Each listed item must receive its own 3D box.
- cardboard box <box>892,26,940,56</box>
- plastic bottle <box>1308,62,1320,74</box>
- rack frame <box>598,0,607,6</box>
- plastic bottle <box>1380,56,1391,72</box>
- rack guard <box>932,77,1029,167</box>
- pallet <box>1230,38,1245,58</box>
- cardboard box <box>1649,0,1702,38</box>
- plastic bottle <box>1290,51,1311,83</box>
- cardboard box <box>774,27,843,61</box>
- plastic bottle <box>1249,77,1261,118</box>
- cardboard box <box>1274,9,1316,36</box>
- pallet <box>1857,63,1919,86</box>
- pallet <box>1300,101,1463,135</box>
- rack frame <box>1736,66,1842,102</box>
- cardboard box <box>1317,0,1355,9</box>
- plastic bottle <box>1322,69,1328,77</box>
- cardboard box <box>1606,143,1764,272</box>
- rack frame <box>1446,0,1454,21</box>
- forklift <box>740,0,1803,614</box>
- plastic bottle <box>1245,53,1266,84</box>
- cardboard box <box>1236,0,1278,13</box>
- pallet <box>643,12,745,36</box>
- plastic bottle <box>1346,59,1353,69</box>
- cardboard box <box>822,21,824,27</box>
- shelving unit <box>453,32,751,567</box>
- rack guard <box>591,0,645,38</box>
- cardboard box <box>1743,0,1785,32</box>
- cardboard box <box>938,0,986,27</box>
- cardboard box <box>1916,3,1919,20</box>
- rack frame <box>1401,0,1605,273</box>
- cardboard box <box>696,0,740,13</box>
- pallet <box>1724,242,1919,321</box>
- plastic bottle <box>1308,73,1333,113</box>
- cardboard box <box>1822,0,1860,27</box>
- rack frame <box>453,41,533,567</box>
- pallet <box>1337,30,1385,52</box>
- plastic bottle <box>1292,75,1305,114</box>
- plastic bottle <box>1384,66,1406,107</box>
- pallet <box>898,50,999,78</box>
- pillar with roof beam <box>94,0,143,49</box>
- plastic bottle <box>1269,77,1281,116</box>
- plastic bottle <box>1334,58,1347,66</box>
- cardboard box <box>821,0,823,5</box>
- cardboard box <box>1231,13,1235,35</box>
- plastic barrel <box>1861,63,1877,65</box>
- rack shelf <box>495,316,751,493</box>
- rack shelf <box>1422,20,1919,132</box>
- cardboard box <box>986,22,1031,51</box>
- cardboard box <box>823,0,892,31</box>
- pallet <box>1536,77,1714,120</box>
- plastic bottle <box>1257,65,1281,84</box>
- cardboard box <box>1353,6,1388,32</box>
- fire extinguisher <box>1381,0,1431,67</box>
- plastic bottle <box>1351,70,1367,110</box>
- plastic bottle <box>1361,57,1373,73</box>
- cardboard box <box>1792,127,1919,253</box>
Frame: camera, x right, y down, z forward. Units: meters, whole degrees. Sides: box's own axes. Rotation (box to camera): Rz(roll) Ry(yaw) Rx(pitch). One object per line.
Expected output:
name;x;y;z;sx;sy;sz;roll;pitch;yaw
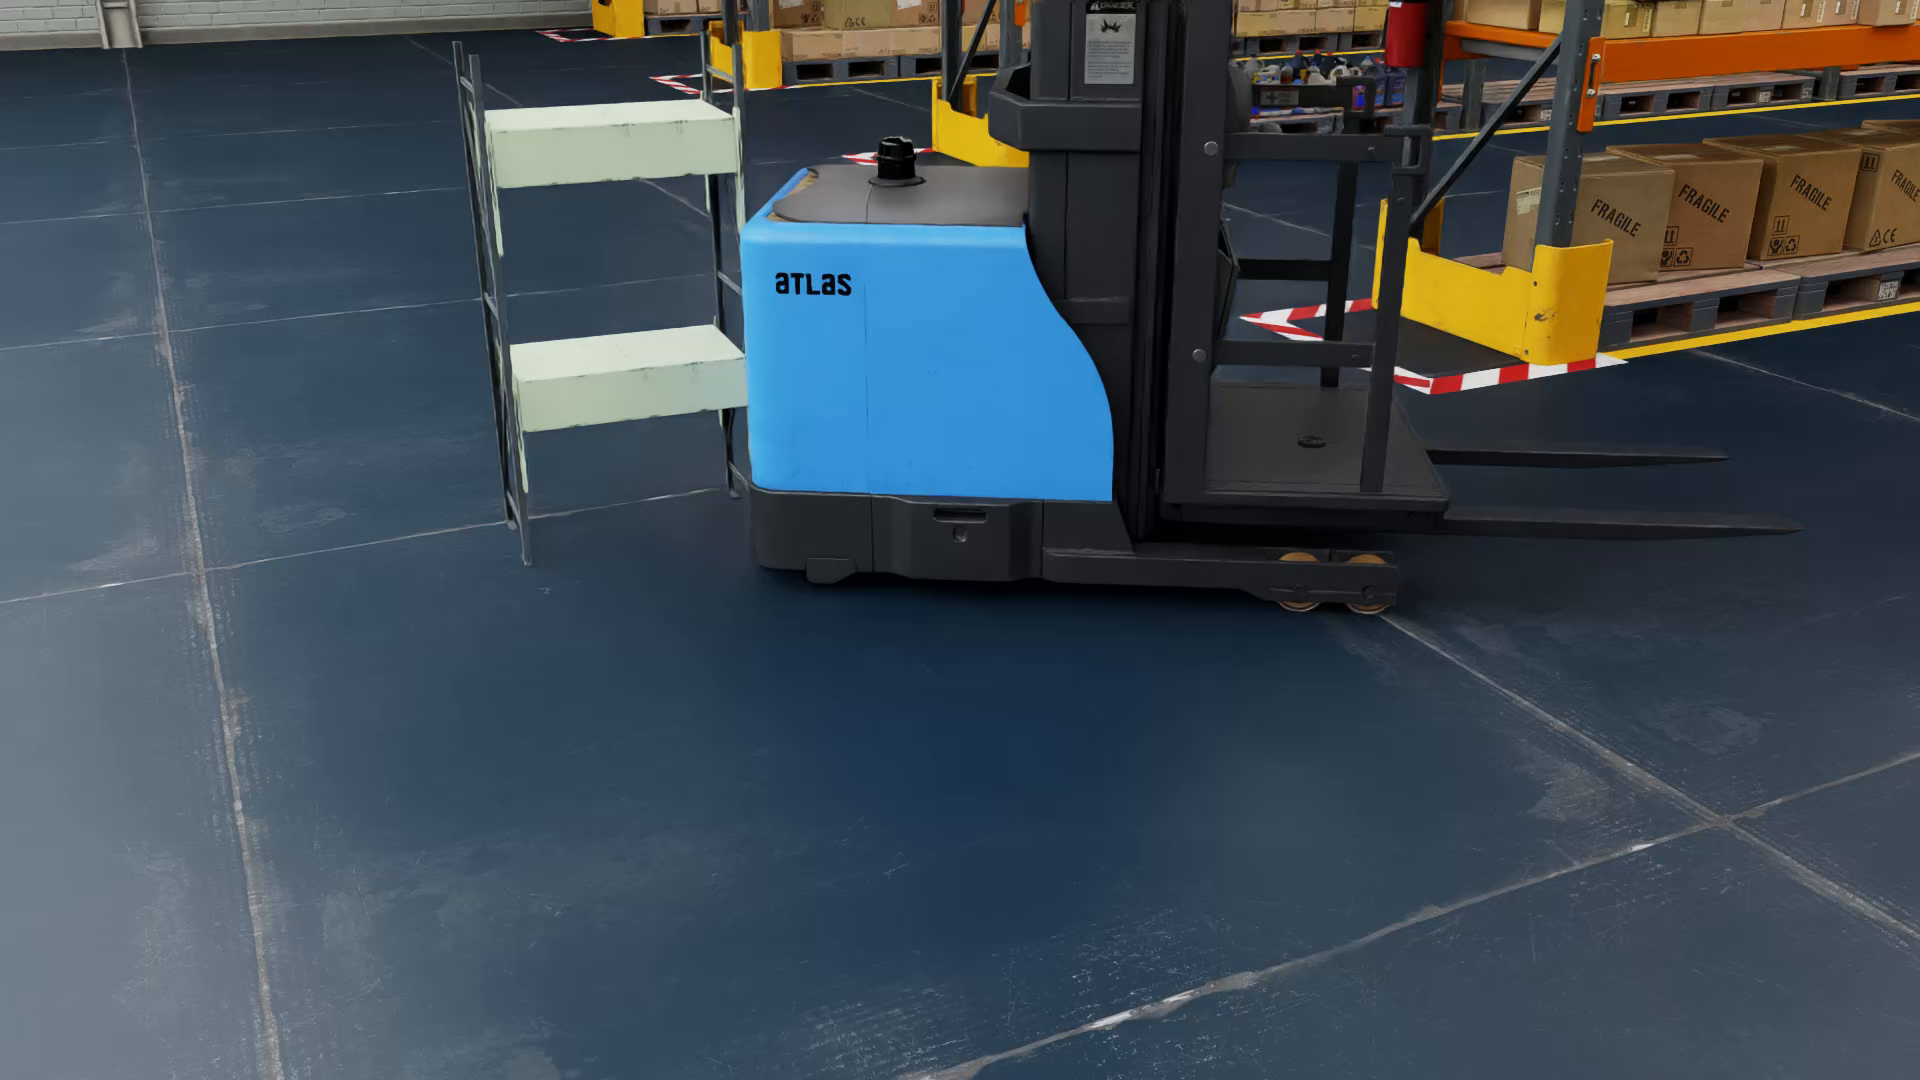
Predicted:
cardboard box;-0.528;-4.849;16.088;0.500;0.250;0.500;-10;25;-24
plastic bottle;2.756;-3.588;12.988;0.097;0.271;0.097;0;22;0
rack frame;-4.159;-7.453;19.332;0.127;3.000;1.000;-10;25;-24
plastic bottle;3.224;-3.525;12.732;0.185;0.351;0.144;-10;25;-24
rack guard;0.186;-2.912;11.632;0.348;0.500;1.175;-10;25;-24
pallet;2.244;-5.257;17.674;1.213;0.211;1.003;-10;25;-24
cardboard box;2.879;-2.215;7.009;0.250;0.149;0.380;-10;25;-24
plastic bottle;2.664;-3.659;13.056;0.185;0.351;0.144;-12;25;-26
cardboard box;-1.428;-4.682;15.685;0.500;0.250;0.500;-10;25;-24
plastic bottle;2.118;-3.211;12.062;0.133;0.283;0.061;-10;25;-23
cardboard box;3.453;-5.570;17.830;0.500;0.250;0.500;-10;24;-23
pallet;9.136;-4.423;15.659;1.213;0.211;1.003;-10;25;-24
pallet;3.118;-3.316;12.986;1.213;0.211;1.003;-10;25;-24
rack frame;7.346;-5.365;14.290;0.127;3.000;1.000;-10;25;-24
cardboard box;3.914;-5.913;17.925;0.500;0.311;0.500;-11;25;-24
plastic bottle;2.755;-3.390;12.493;0.133;0.283;0.061;-10;25;-24
cardboard box;3.379;-1.579;7.863;0.500;0.500;0.500;-4;23;-10
rack frame;5.201;-7.073;18.415;0.127;3.000;1.000;-10;25;-24
forklift;0.925;-1.355;4.692;3.031;2.935;1.130;2;23;5
plastic bottle;2.281;-3.589;12.886;0.185;0.351;0.144;-11;25;-24
cardboard box;2.996;-5.743;17.514;0.500;0.311;0.500;-11;25;-25
pallet;-3.343;-6.299;20.192;1.213;0.211;1.003;-10;25;-24
plastic bottle;3.032;-3.649;13.119;0.133;0.283;0.061;-10;25;-24
cardboard box;-1.207;-4.948;16.326;0.500;0.250;0.500;-10;25;-24
shelving unit;-1.046;-0.737;5.068;0.755;1.500;0.431;-9;24;-21
rack guard;-4.091;-6.310;19.841;0.348;0.500;1.175;-10;25;-24
cardboard box;3.327;-2.300;7.214;0.250;0.149;0.380;-10;25;-24
cardboard box;-0.075;-5.276;16.140;0.500;0.500;0.500;-10;25;-24
cardboard box;4.207;-2.483;7.655;0.250;0.149;0.380;-10;25;-24
rack frame;2.286;-2.332;6.961;0.127;3.000;1.000;-10;25;-24
cardboard box;-2.983;-6.592;20.193;0.500;0.311;0.500;-8;24;-19
pallet;4.199;-1.379;8.306;1.213;0.211;1.003;-10;25;-24
plastic bottle;2.674;-3.330;12.358;0.135;0.276;0.152;-10;24;-23
cardboard box;3.769;-2.390;7.431;0.250;0.149;0.380;-10;25;-24
rack frame;-1.385;-0.683;4.940;0.023;1.500;0.400;-9;24;-21
pallet;4.442;-5.662;18.651;1.213;0.211;1.003;-10;25;-24
plastic bottle;2.488;-3.282;12.248;0.097;0.271;0.097;0;22;0
plastic bottle;3.286;-3.475;12.612;0.185;0.351;0.144;-11;25;-25
pallet;-0.239;-4.800;16.569;1.213;0.211;1.003;-10;25;-24
pillar with roof beam;-7.443;-8.160;13.197;0.400;9.000;9.100;-10;25;-24
plastic bottle;2.305;-3.248;12.166;0.097;0.271;0.097;0;22;0
plastic bottle;2.985;-3.682;13.209;0.135;0.276;0.152;-9;24;-22
cardboard box;-1.473;-6.979;20.880;0.500;0.500;0.500;-12;26;-28
cardboard box;2.529;-5.399;17.417;0.500;0.250;0.500;-10;24;-22
plastic barrel;8.249;-4.621;15.196;0.421;0.512;0.421;0;22;0
rack shelf;-1.046;-0.435;5.193;0.720;0.370;0.431;-9;24;-21
rack shelf;4.088;-2.331;7.900;4.000;0.370;1.077;-10;25;-24
cardboard box;0.375;-5.013;16.486;0.500;0.250;0.500;-10;25;-24
cardboard box;-0.978;-5.112;15.743;0.500;0.500;0.500;-10;25;-24
pallet;5.533;-3.761;14.060;1.213;0.211;1.003;-10;25;-24
plastic bottle;2.368;-3.507;12.787;0.135;0.276;0.152;-10;25;-24
cardboard box;4.370;-5.739;18.238;0.500;0.250;0.500;-11;25;-24
fire extinguisher;1.983;-2.436;7.313;0.183;0.674;0.296;-10;25;-24
plastic bottle;2.985;-3.371;12.448;0.133;0.283;0.061;-9;24;-20
plastic bottle;3.264;-3.743;13.362;0.097;0.271;0.097;0;22;0
cardboard box;4.474;-1.754;8.284;0.500;0.500;0.500;-13;26;-28
